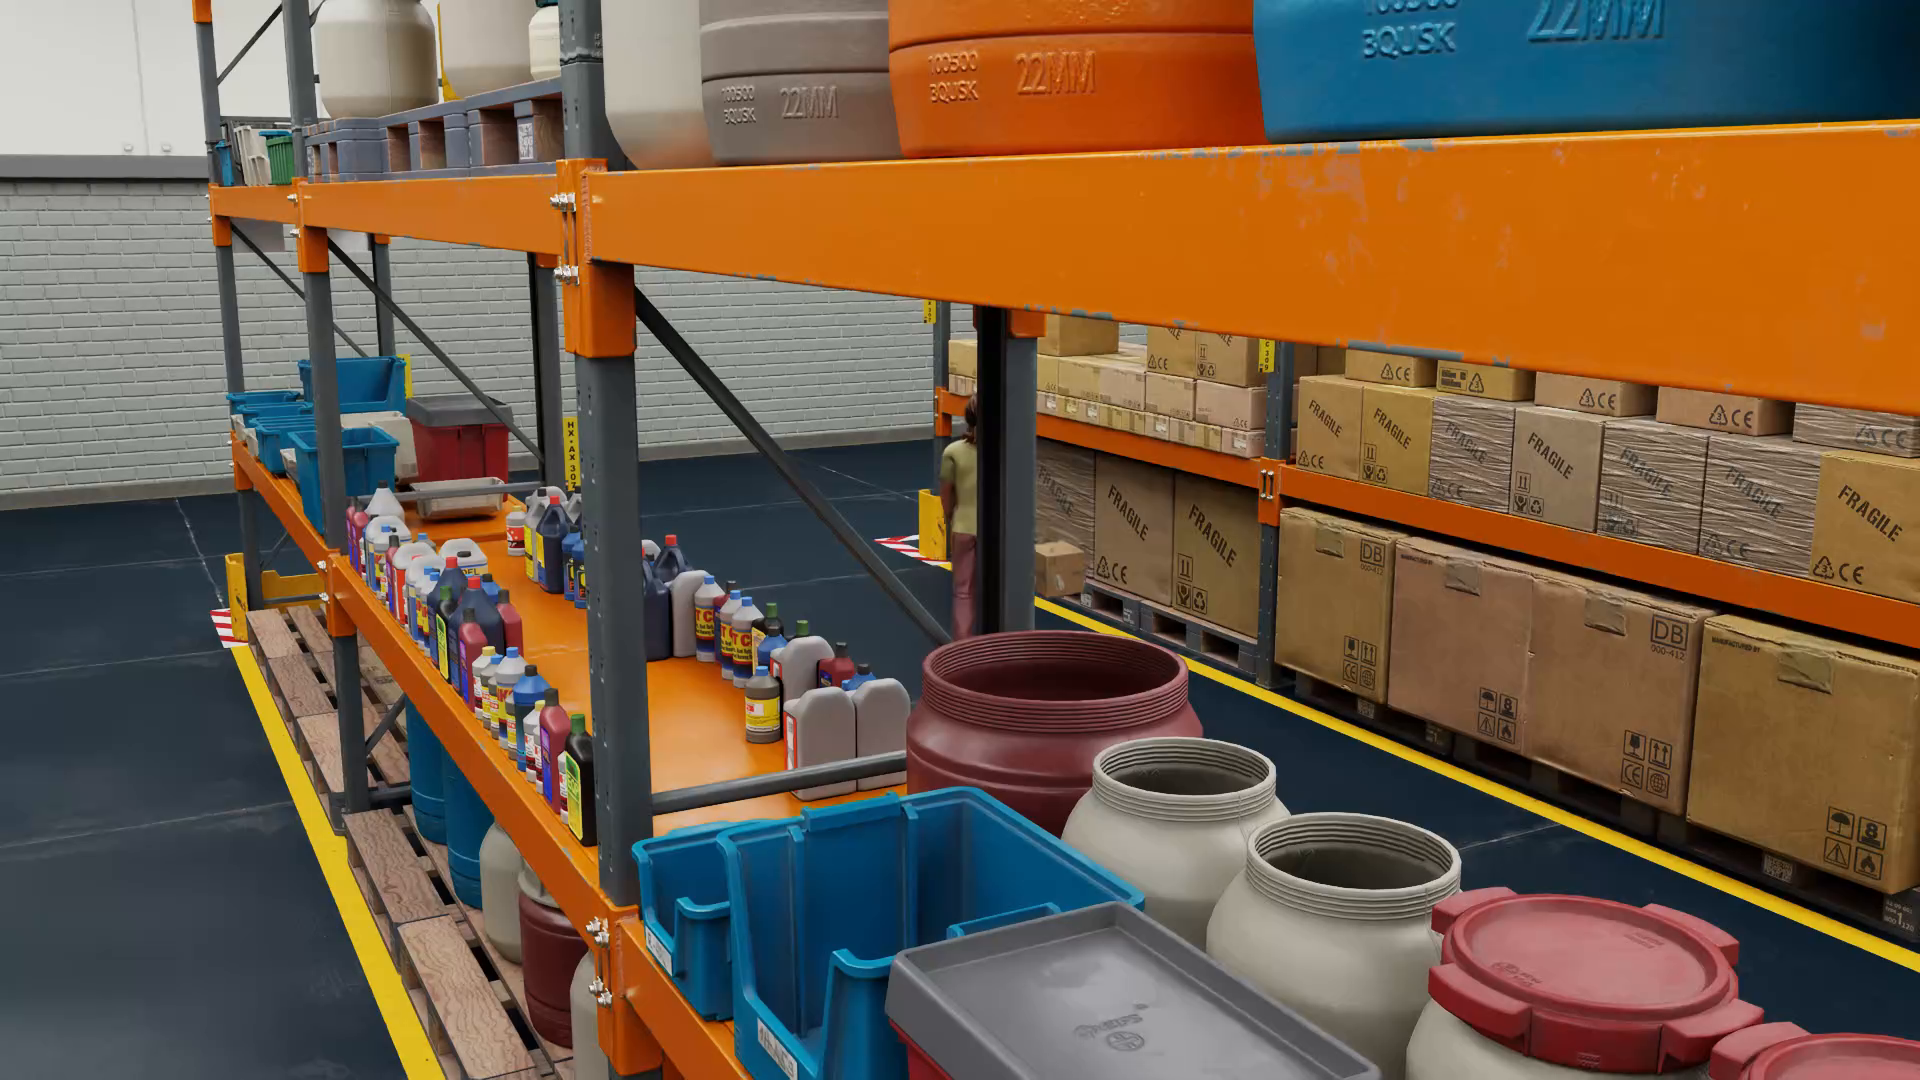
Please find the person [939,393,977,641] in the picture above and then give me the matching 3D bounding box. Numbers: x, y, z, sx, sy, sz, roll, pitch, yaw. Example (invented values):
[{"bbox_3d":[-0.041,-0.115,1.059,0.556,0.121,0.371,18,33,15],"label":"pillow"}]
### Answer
[{"bbox_3d":[0.148,-0.009,9.425,0.536,1.680,0.414,3,12,16],"label":"person"}]
